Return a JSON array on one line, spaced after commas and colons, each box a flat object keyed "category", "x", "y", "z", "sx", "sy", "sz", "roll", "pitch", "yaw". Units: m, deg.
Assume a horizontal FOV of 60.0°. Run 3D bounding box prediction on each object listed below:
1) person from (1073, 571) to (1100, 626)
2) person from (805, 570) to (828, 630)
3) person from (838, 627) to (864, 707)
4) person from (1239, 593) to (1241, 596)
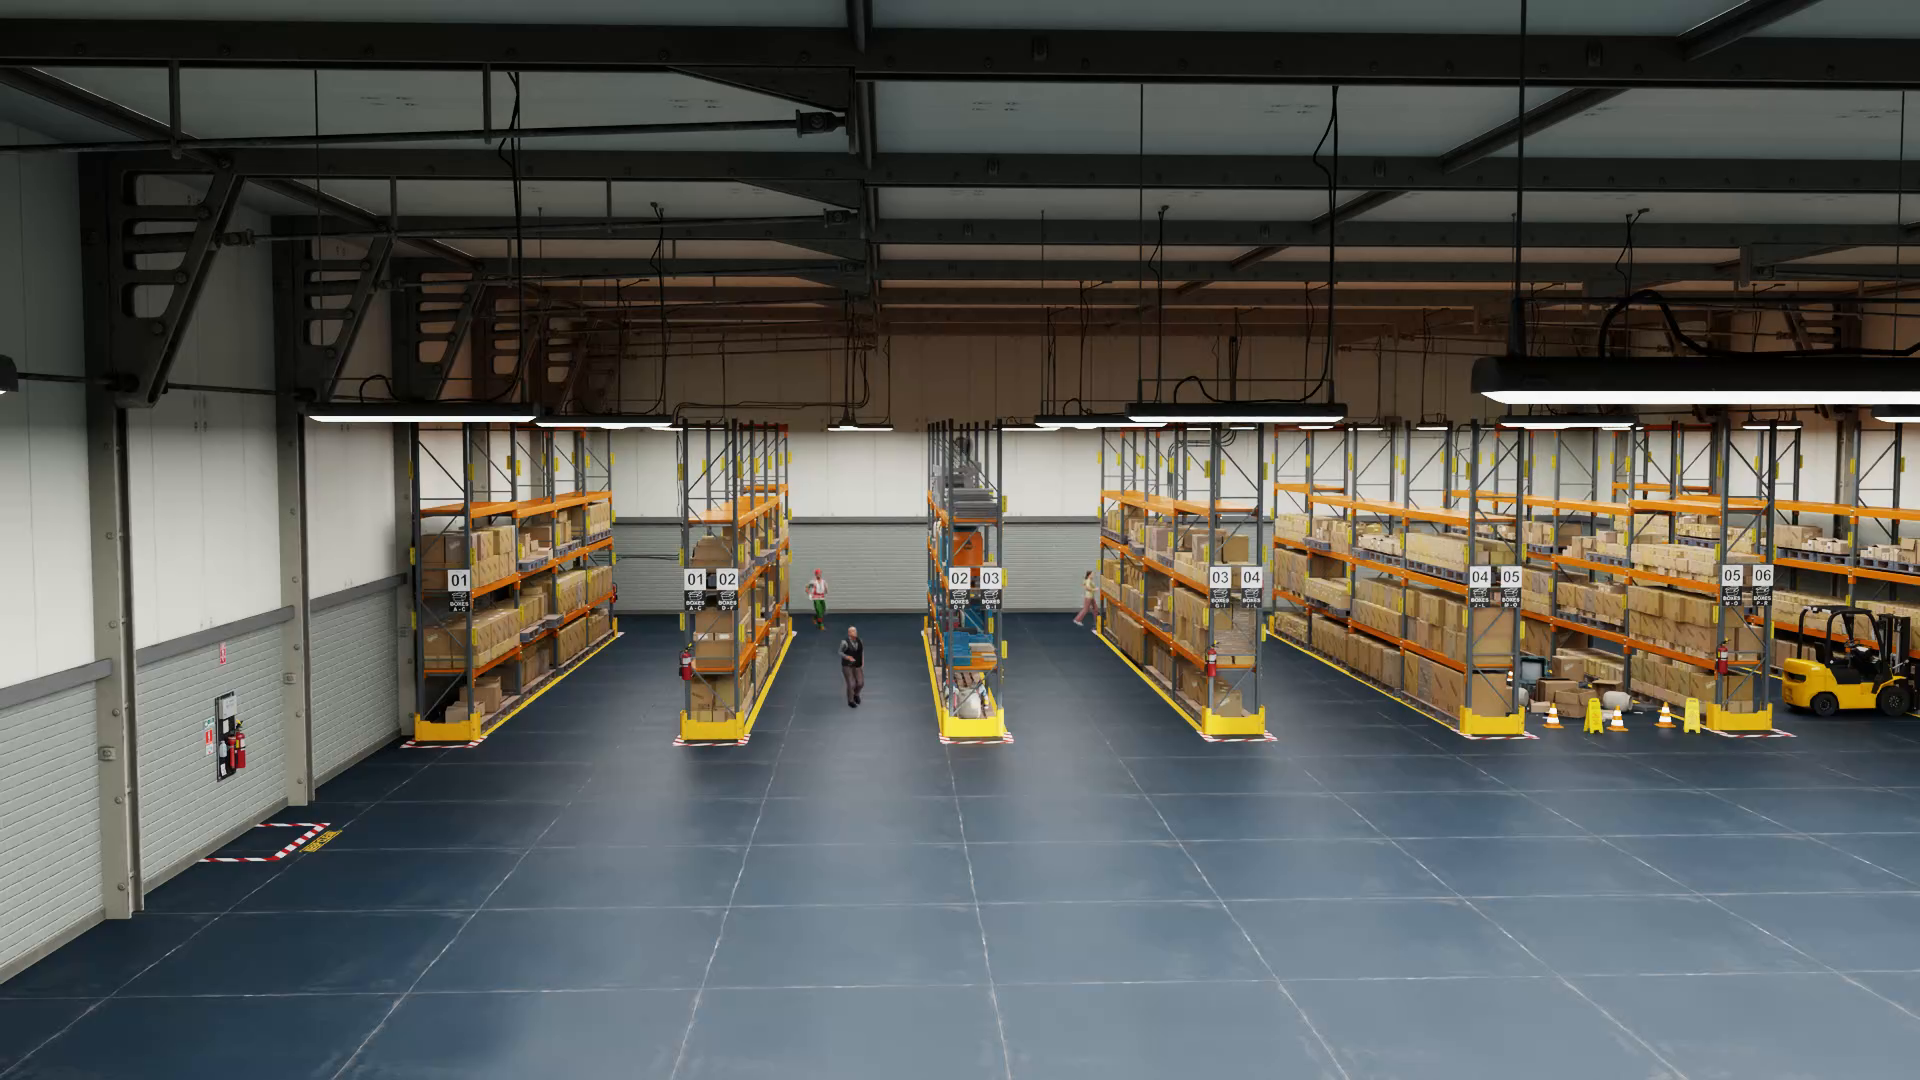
[{"category": "person", "x": 3.804, "y": 1.735, "z": 48.878, "sx": 0.934, "sy": 1.683, "sz": 0.582, "roll": 1, "pitch": 4, "yaw": 14}, {"category": "person", "x": -4.146, "y": 1.735, "z": 48.462, "sx": 0.660, "sy": 1.763, "sz": 0.841, "roll": -2, "pitch": 4, "yaw": -34}, {"category": "person", "x": -2.223, "y": 2.656, "z": 34.659, "sx": 0.646, "sy": 1.685, "sz": 0.583, "roll": -2, "pitch": 4, "yaw": -28}, {"category": "person", "x": 8.313, "y": 1.785, "z": 48.586, "sx": 0.778, "sy": 1.767, "sz": 0.715, "roll": -1, "pitch": 4, "yaw": -12}]
